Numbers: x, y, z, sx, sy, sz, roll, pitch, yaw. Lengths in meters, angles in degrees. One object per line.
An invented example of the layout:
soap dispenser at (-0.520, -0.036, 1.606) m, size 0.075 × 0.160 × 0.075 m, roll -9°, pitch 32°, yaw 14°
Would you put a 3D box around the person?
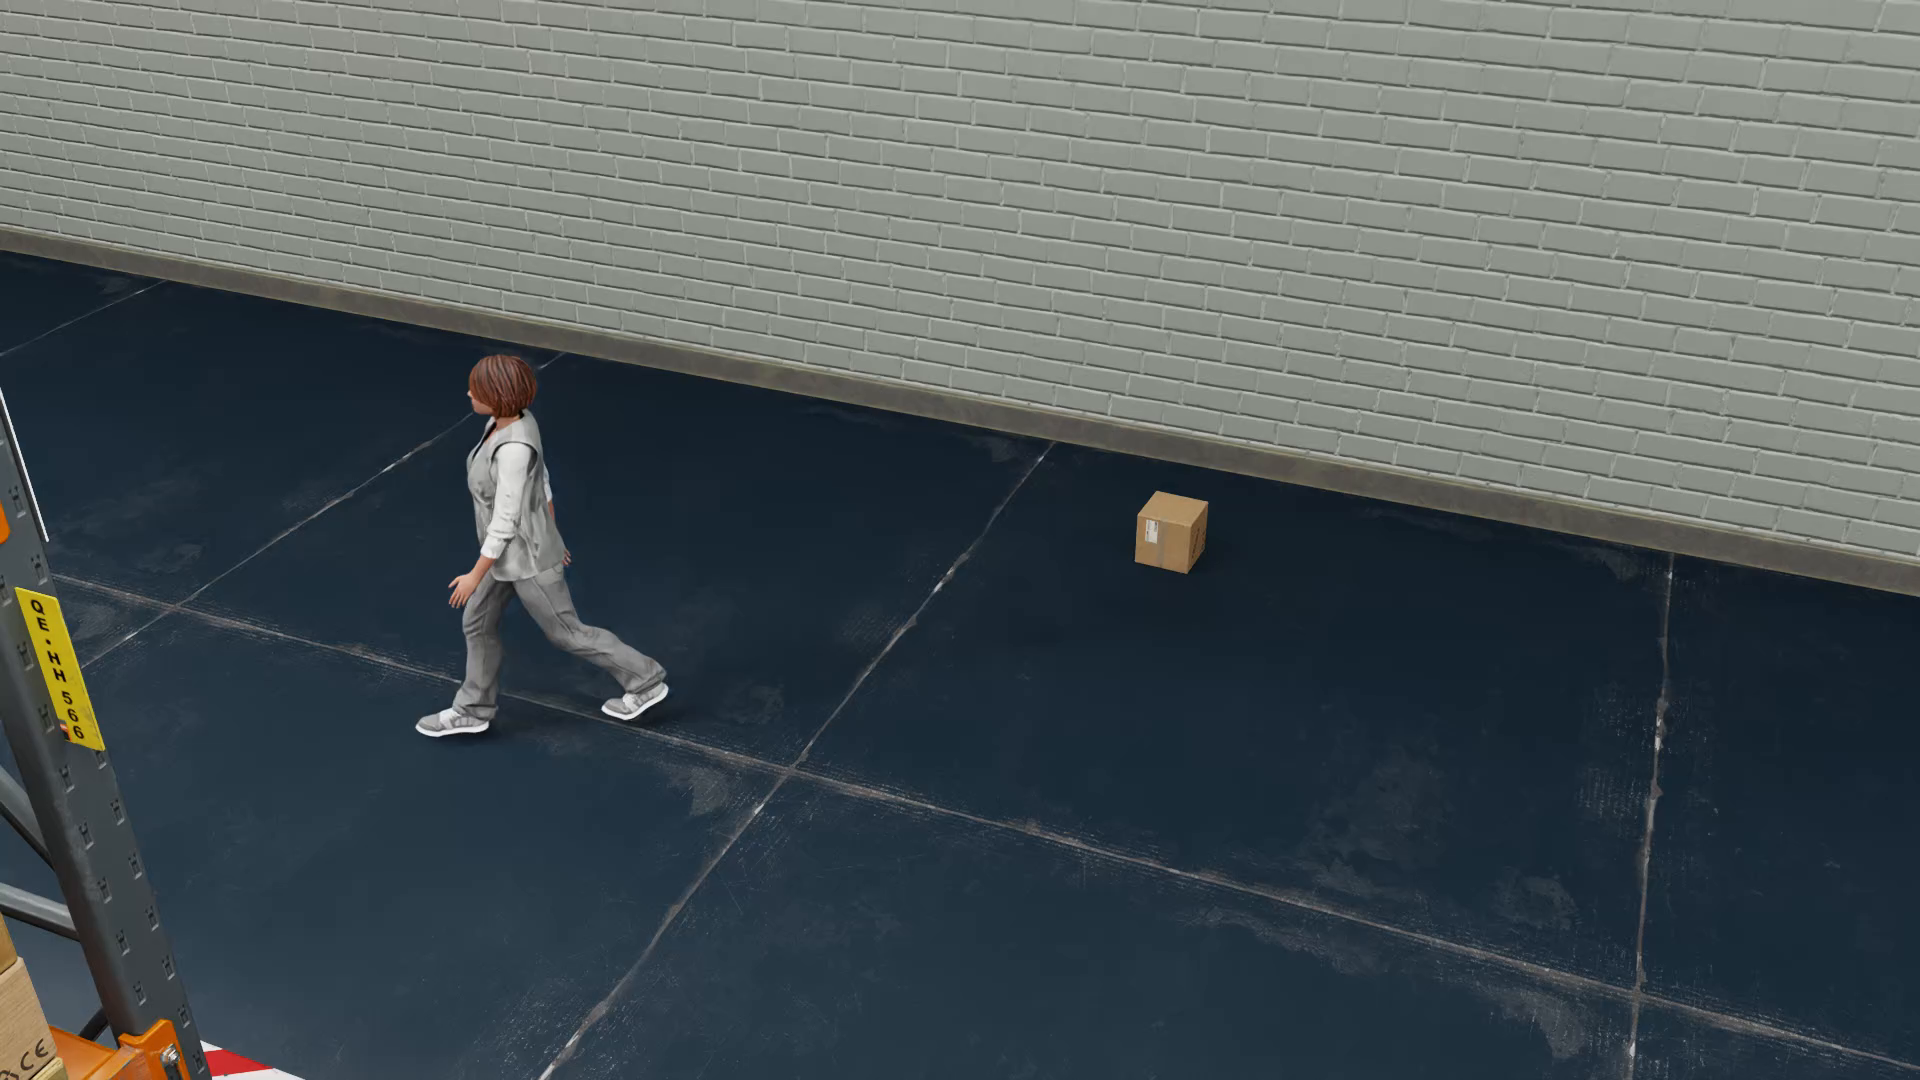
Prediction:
person at (-1.649, -0.204, 5.861) m, size 0.435 × 0.927 × 0.414 m, roll -11°, pitch 32°, yaw -18°
